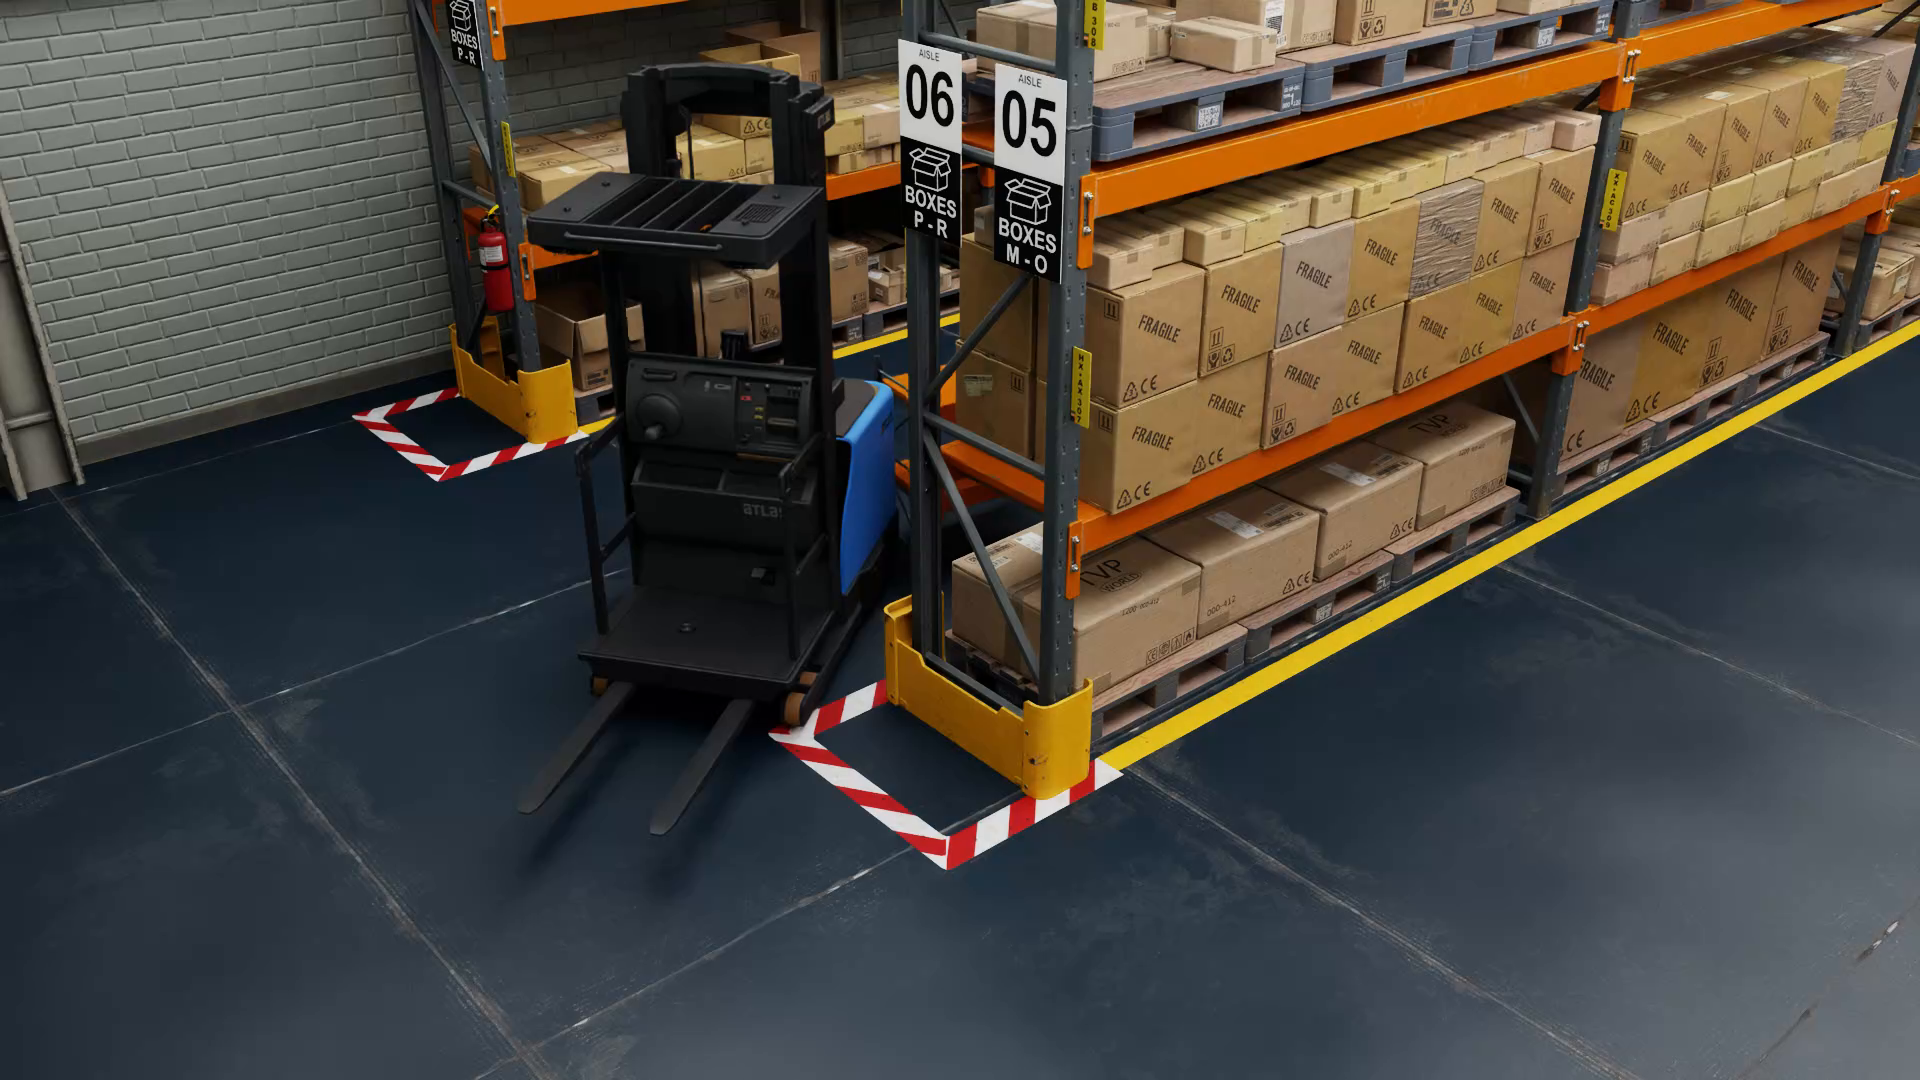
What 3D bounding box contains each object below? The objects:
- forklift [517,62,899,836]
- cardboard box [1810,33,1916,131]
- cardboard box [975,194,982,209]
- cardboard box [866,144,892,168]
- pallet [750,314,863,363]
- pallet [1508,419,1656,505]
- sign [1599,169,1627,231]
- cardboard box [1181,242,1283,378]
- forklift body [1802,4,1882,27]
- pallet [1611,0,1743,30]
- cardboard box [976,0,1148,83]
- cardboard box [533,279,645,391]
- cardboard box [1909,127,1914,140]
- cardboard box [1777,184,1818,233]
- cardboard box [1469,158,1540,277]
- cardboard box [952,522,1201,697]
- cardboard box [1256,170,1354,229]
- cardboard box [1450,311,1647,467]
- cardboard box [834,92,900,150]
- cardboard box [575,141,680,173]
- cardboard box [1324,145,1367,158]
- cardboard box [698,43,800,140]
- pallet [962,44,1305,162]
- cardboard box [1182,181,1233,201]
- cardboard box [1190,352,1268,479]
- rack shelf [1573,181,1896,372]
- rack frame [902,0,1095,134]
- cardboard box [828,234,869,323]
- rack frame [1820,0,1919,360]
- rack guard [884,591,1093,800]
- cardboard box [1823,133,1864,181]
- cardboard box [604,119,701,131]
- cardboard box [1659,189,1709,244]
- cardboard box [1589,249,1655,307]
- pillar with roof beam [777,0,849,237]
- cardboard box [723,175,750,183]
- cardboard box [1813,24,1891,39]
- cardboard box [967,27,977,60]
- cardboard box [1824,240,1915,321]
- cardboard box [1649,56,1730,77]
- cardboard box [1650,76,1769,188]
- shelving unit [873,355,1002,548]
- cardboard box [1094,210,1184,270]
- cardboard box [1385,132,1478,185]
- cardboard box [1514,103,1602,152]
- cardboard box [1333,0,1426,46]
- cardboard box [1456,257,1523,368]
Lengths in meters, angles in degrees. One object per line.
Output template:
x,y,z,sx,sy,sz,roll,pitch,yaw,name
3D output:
-1.203,-0.589,7.743,1.130,2.935,3.031,7,29,12,forklift
5.995,-3.080,11.164,0.500,0.500,0.500,-23,36,-36,cardboard box
0.465,-2.552,13.549,0.500,0.500,0.500,-20,34,-33,cardboard box
-0.710,-2.857,12.180,0.250,0.149,0.380,-21,34,-34,cardboard box
-1.500,-1.587,12.496,1.213,0.211,1.003,-22,35,-35,pallet
3.714,-0.656,10.754,1.213,0.211,1.003,-22,35,-35,pallet
3.537,-1.841,9.010,0.005,0.325,0.100,-22,35,-35,sign
1.071,-1.090,7.440,0.500,0.500,0.500,-23,36,-36,cardboard box
8.822,-5.464,17.693,1.214,2.155,2.313,-22,35,-35,forklift body
3.841,-3.160,9.501,1.217,0.209,0.805,-24,36,-37,pallet
0.417,-2.055,6.839,0.500,0.250,0.500,25,37,38,cardboard box
-2.565,-1.415,11.419,0.637,0.503,0.797,-24,36,-37,cardboard box
6.587,-2.954,11.916,0.250,0.149,0.380,-24,37,-38,cardboard box
5.231,-2.223,10.886,0.500,0.250,0.500,-22,35,-35,cardboard box
2.605,-1.712,8.605,0.500,0.500,0.500,-22,35,-36,cardboard box
0.570,0.308,8.265,0.875,0.438,0.875,-23,36,-37,cardboard box
1.579,-1.572,7.653,0.250,0.149,0.380,-22,35,-34,cardboard box
3.596,-1.090,10.415,0.875,0.875,0.875,-21,34,-33,cardboard box
-0.649,-3.065,12.146,0.500,0.250,0.500,-22,35,-35,cardboard box
-2.188,-2.440,10.976,0.500,0.250,0.500,-21,35,-34,cardboard box
1.828,-1.982,8.421,0.250,0.149,0.380,-22,35,-35,cardboard box
-1.431,-3.075,11.370,0.500,0.500,0.500,-21,35,-34,cardboard box
0.690,-1.914,7.060,1.213,0.211,1.003,-22,35,-35,pallet
1.058,-1.664,7.827,0.250,0.149,0.380,-22,35,-35,cardboard box
1.051,-0.652,7.682,0.500,0.500,0.500,-22,35,-36,cardboard box
4.697,-1.918,10.919,4.000,0.370,1.077,-22,35,-35,rack shelf
0.133,-3.045,5.901,0.127,3.000,1.000,-22,35,-35,rack frame
-1.100,-1.979,12.477,0.500,0.500,0.700,-23,36,-37,cardboard box
6.219,-2.847,11.894,0.127,3.000,1.000,-22,35,-35,rack frame
0.115,0.710,7.890,0.348,0.500,1.175,-22,35,-35,rack guard
5.628,-2.604,11.068,0.500,0.250,0.500,-23,36,-36,cardboard box
-2.141,-2.786,11.624,0.500,0.250,0.500,-21,34,-33,cardboard box
4.072,-1.980,9.902,0.500,0.250,0.500,-21,35,-34,cardboard box
3.682,-1.597,9.715,0.500,0.250,0.500,-23,36,-36,cardboard box
1.631,-4.614,8.837,0.400,9.000,9.100,-22,35,-35,pillar with roof beam
-1.651,-2.446,11.411,0.250,0.149,0.380,-23,36,-36,cardboard box
6.384,-3.446,12.148,0.500,0.500,0.500,-23,36,-36,cardboard box
0.465,-3.699,12.937,0.500,0.500,0.700,-21,35,-34,cardboard box
6.655,-2.042,12.731,0.625,0.372,0.950,-25,37,-38,cardboard box
4.524,-2.808,10.654,0.500,0.500,0.500,-21,35,-34,cardboard box
4.449,-2.458,10.000,0.500,0.500,0.500,-23,36,-36,cardboard box
0.092,-0.560,9.605,1.048,1.125,0.538,-16,32,-28,shelving unit
0.736,-1.286,7.118,0.250,0.149,0.380,-21,35,-34,cardboard box
2.333,-1.898,8.264,0.250,0.149,0.380,-22,35,-35,cardboard box
3.148,-2.186,8.803,0.250,0.149,0.380,-23,36,-36,cardboard box
1.764,-2.559,7.515,0.500,0.500,0.500,-21,35,-34,cardboard box
2.601,-1.274,8.846,0.500,0.500,0.500,-23,36,-36,cardboard box
